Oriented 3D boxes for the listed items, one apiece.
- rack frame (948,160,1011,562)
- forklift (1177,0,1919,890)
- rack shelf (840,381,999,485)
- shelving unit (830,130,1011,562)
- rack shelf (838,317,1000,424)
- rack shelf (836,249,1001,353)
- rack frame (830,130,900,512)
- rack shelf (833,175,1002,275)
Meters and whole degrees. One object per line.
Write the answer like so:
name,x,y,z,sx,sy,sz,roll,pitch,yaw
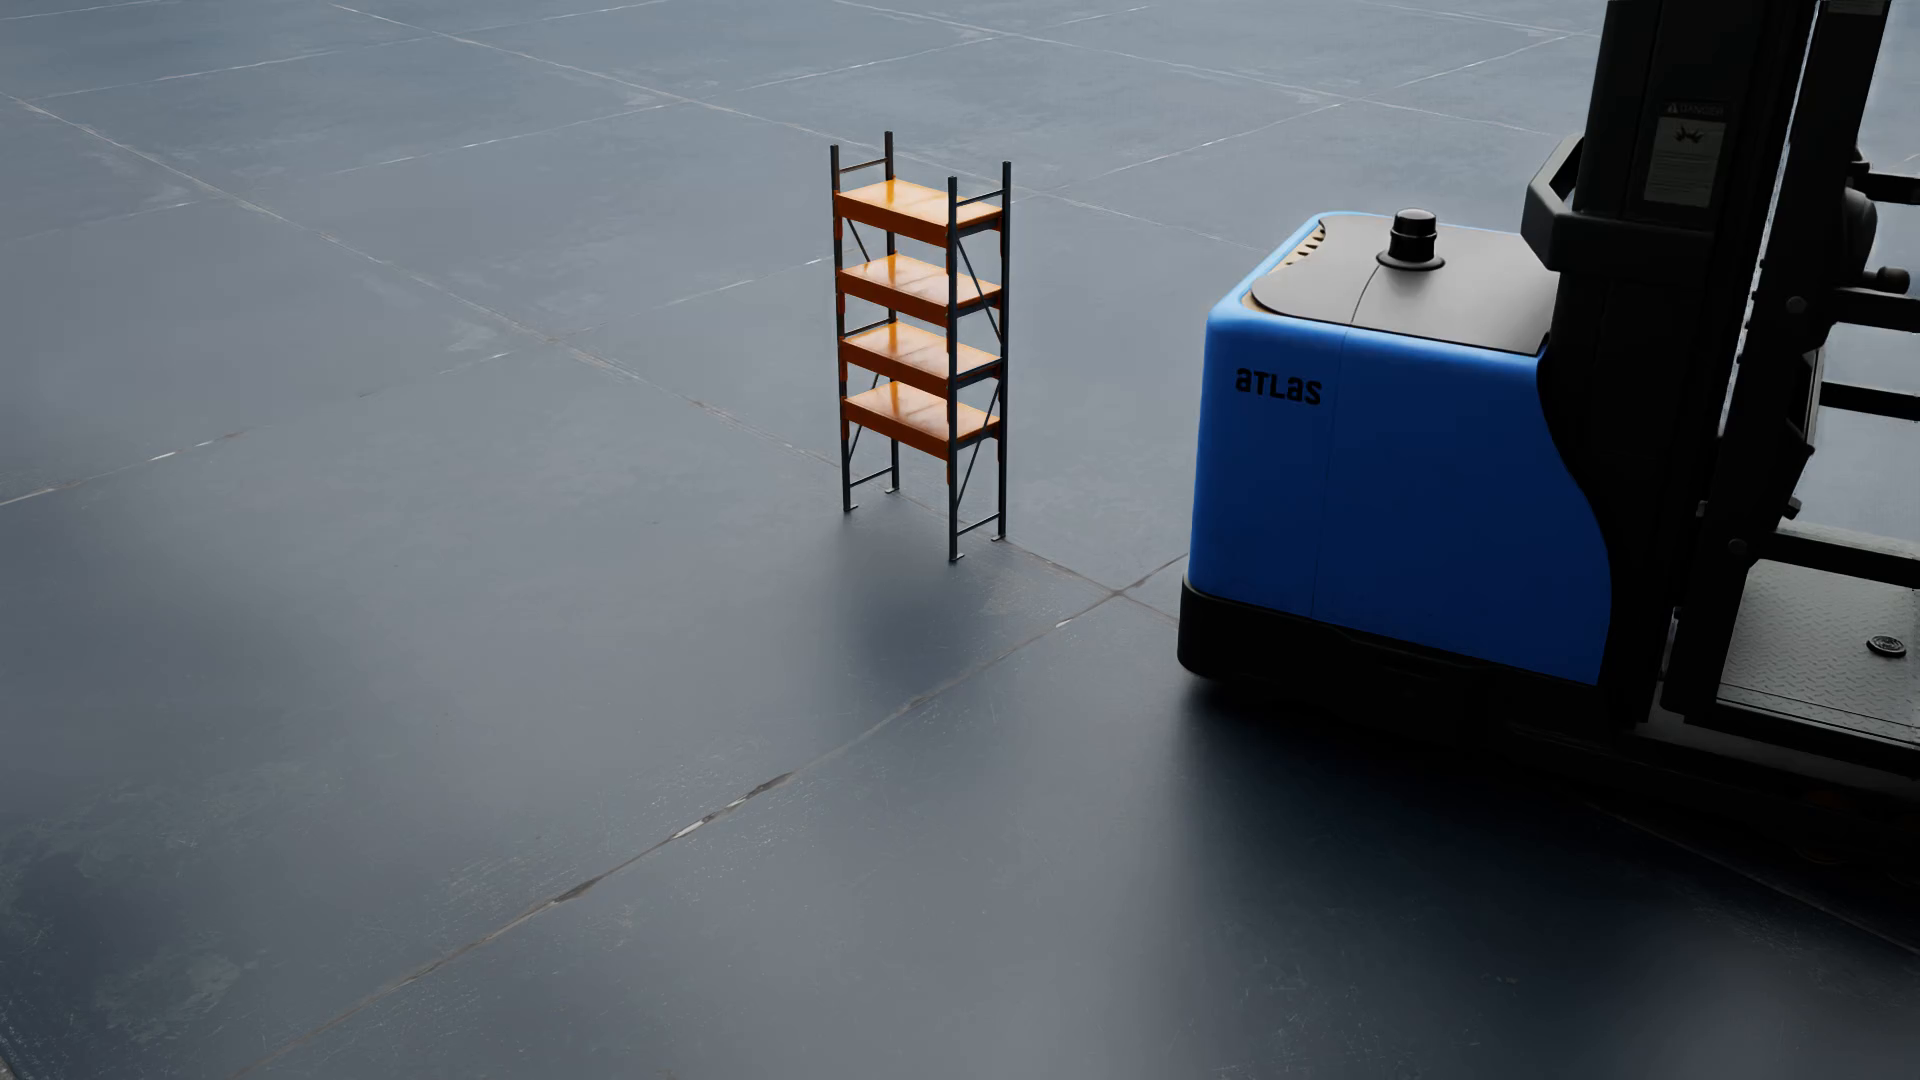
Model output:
rack frame,0.056,-0.505,4.922,0.015,1.200,0.240,25,36,38
forklift,2.138,-0.793,3.608,3.031,2.935,1.130,13,31,24
rack shelf,-0.118,-0.350,5.197,0.480,0.148,0.258,25,36,38
shelving unit,-0.118,-0.585,5.073,0.503,1.200,0.258,25,36,38
rack shelf,-0.118,-0.526,5.105,0.480,0.148,0.258,25,36,38
rack shelf,-0.118,-0.724,5.001,0.480,0.148,0.258,25,36,38
rack frame,-0.292,-0.665,5.225,0.015,1.200,0.240,25,36,38
rack shelf,-0.118,-0.933,4.891,0.480,0.148,0.258,25,36,38
